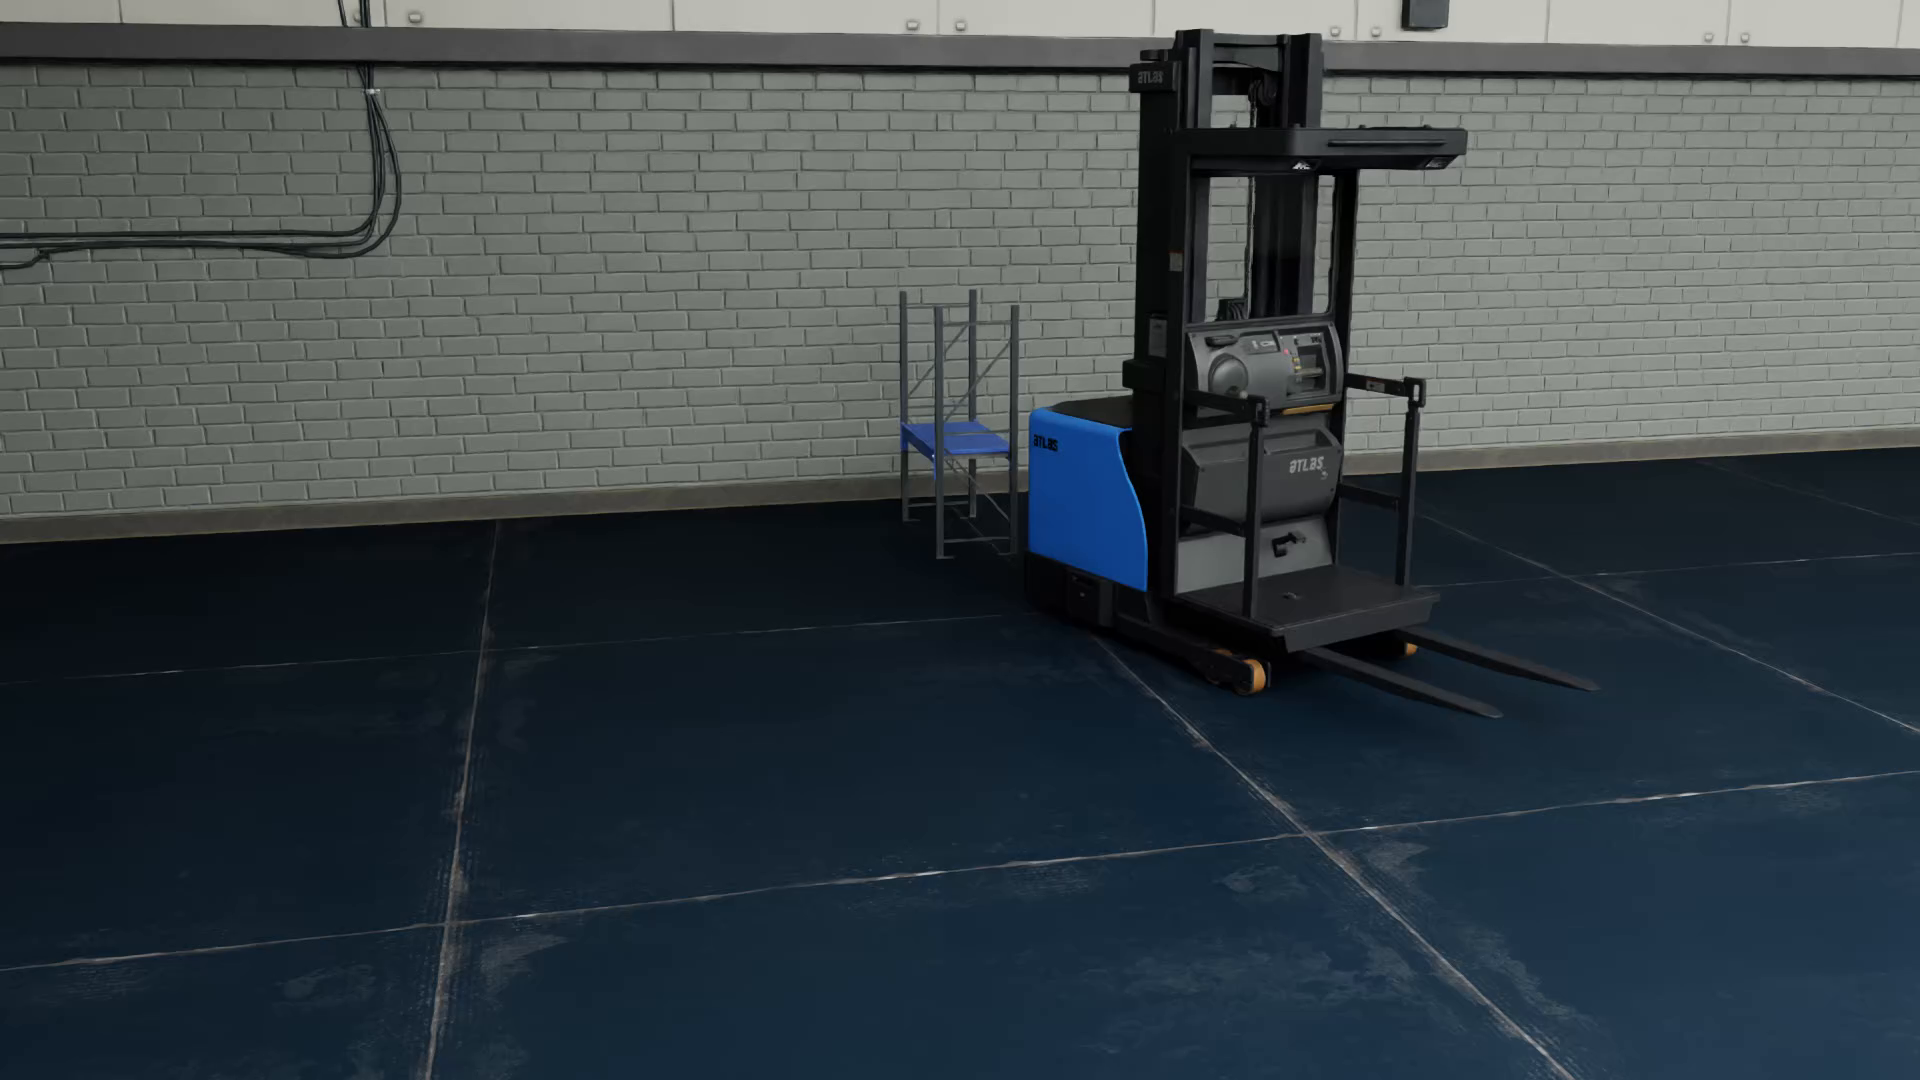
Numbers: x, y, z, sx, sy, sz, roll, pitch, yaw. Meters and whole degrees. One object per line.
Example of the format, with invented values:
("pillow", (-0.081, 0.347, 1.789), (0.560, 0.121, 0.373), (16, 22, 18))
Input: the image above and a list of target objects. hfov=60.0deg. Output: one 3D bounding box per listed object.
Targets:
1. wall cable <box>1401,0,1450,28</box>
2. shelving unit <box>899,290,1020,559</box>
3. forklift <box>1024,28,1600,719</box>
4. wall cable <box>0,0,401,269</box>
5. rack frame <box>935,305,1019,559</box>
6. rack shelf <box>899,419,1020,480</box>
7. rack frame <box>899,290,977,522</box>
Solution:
("wall cable", (4.245, -6.572, 11.200), (2.305, 6.003, 0.169), (-3, 14, -13))
("shelving unit", (-0.020, -0.748, 10.330), (0.538, 1.500, 1.048), (-3, 14, -13))
("forklift", (1.573, -0.846, 7.716), (1.130, 2.935, 3.031), (-9, 16, -32))
("wall cable", (-4.987, -2.886, 9.821), (3.097, 2.526, 0.112), (-3, 14, -13))
("rack frame", (0.099, -0.631, 9.850), (0.500, 1.500, 0.032), (-3, 14, -13))
("rack shelf", (-0.020, -0.574, 10.372), (0.538, 0.185, 1.000), (-3, 14, -13))
("rack frame", (-0.139, -0.866, 10.810), (0.500, 1.500, 0.032), (-3, 14, -13))
